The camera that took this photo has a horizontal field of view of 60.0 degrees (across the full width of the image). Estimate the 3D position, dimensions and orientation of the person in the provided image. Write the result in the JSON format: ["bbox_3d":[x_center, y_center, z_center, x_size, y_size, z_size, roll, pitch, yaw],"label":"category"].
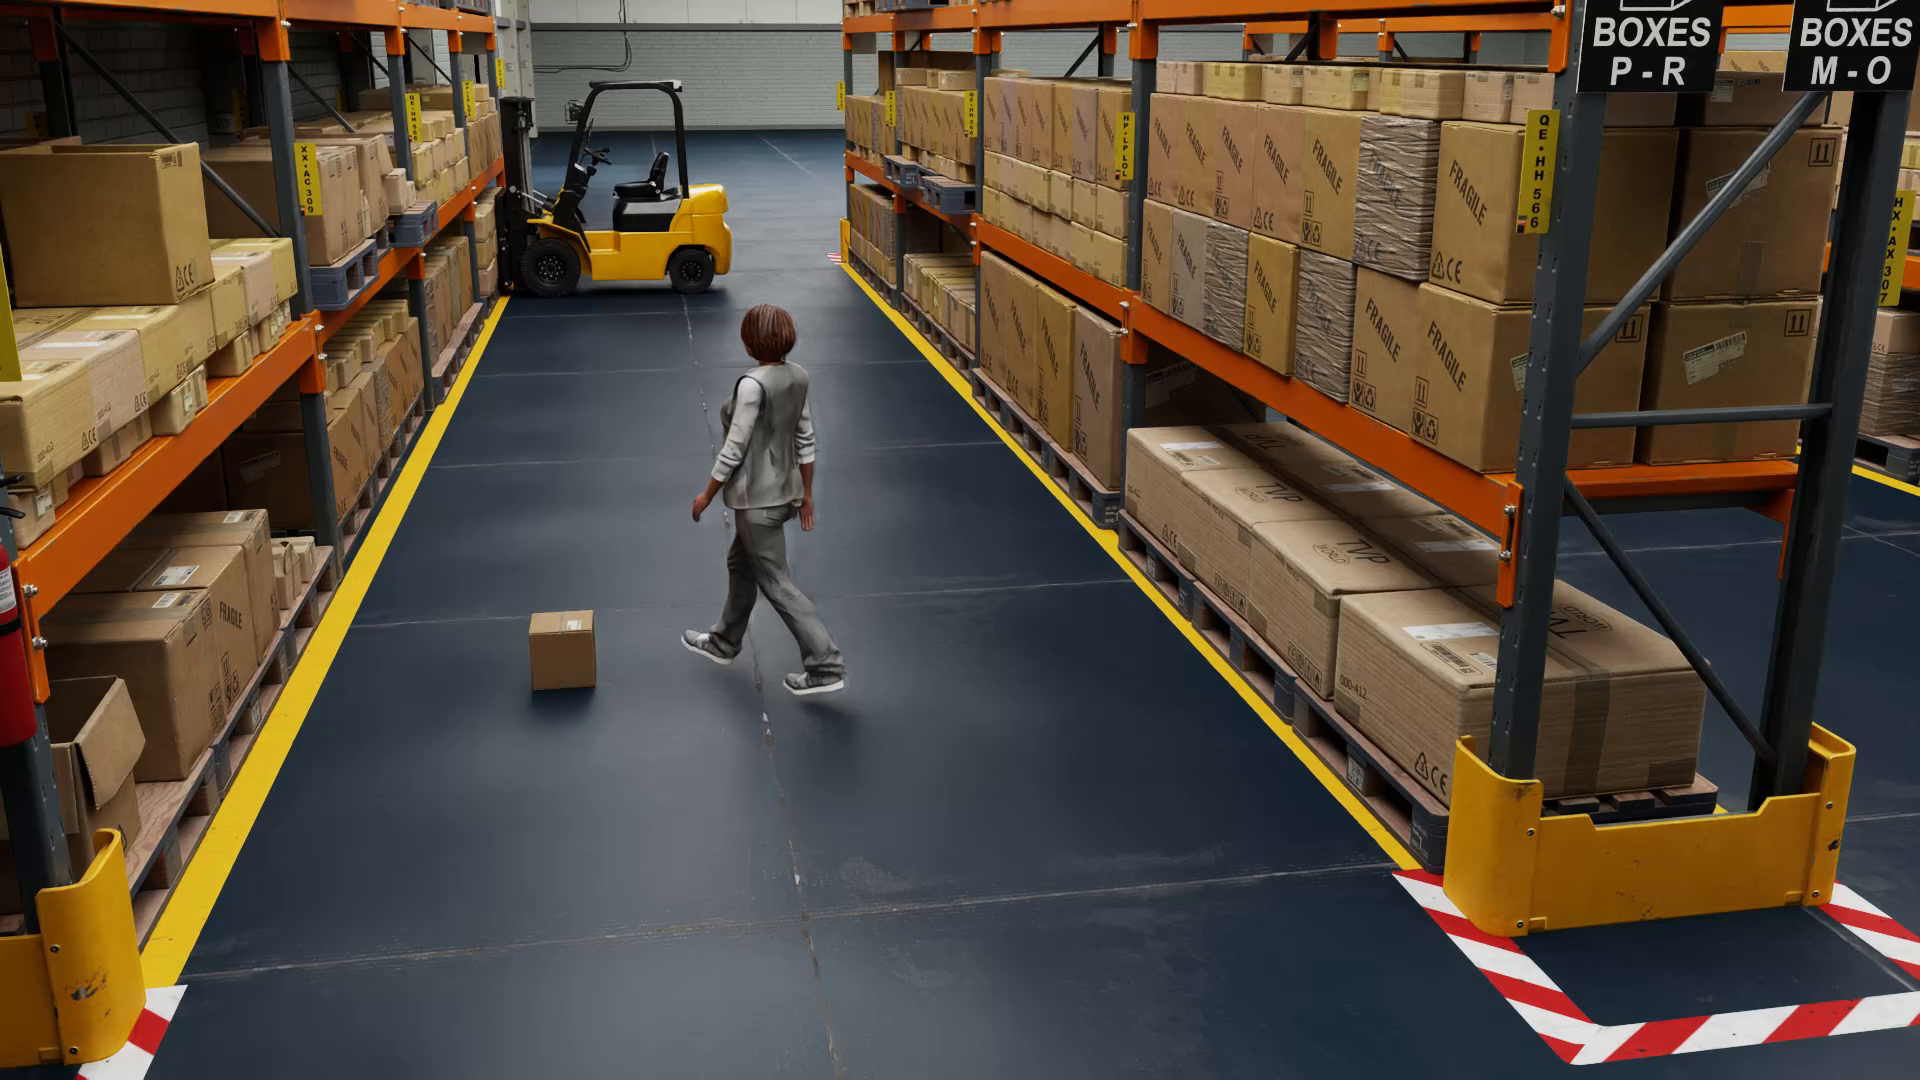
[{"bbox_3d":[-0.831,-0.169,6.608,0.881,1.546,0.419,7,18,22],"label":"person"}]
